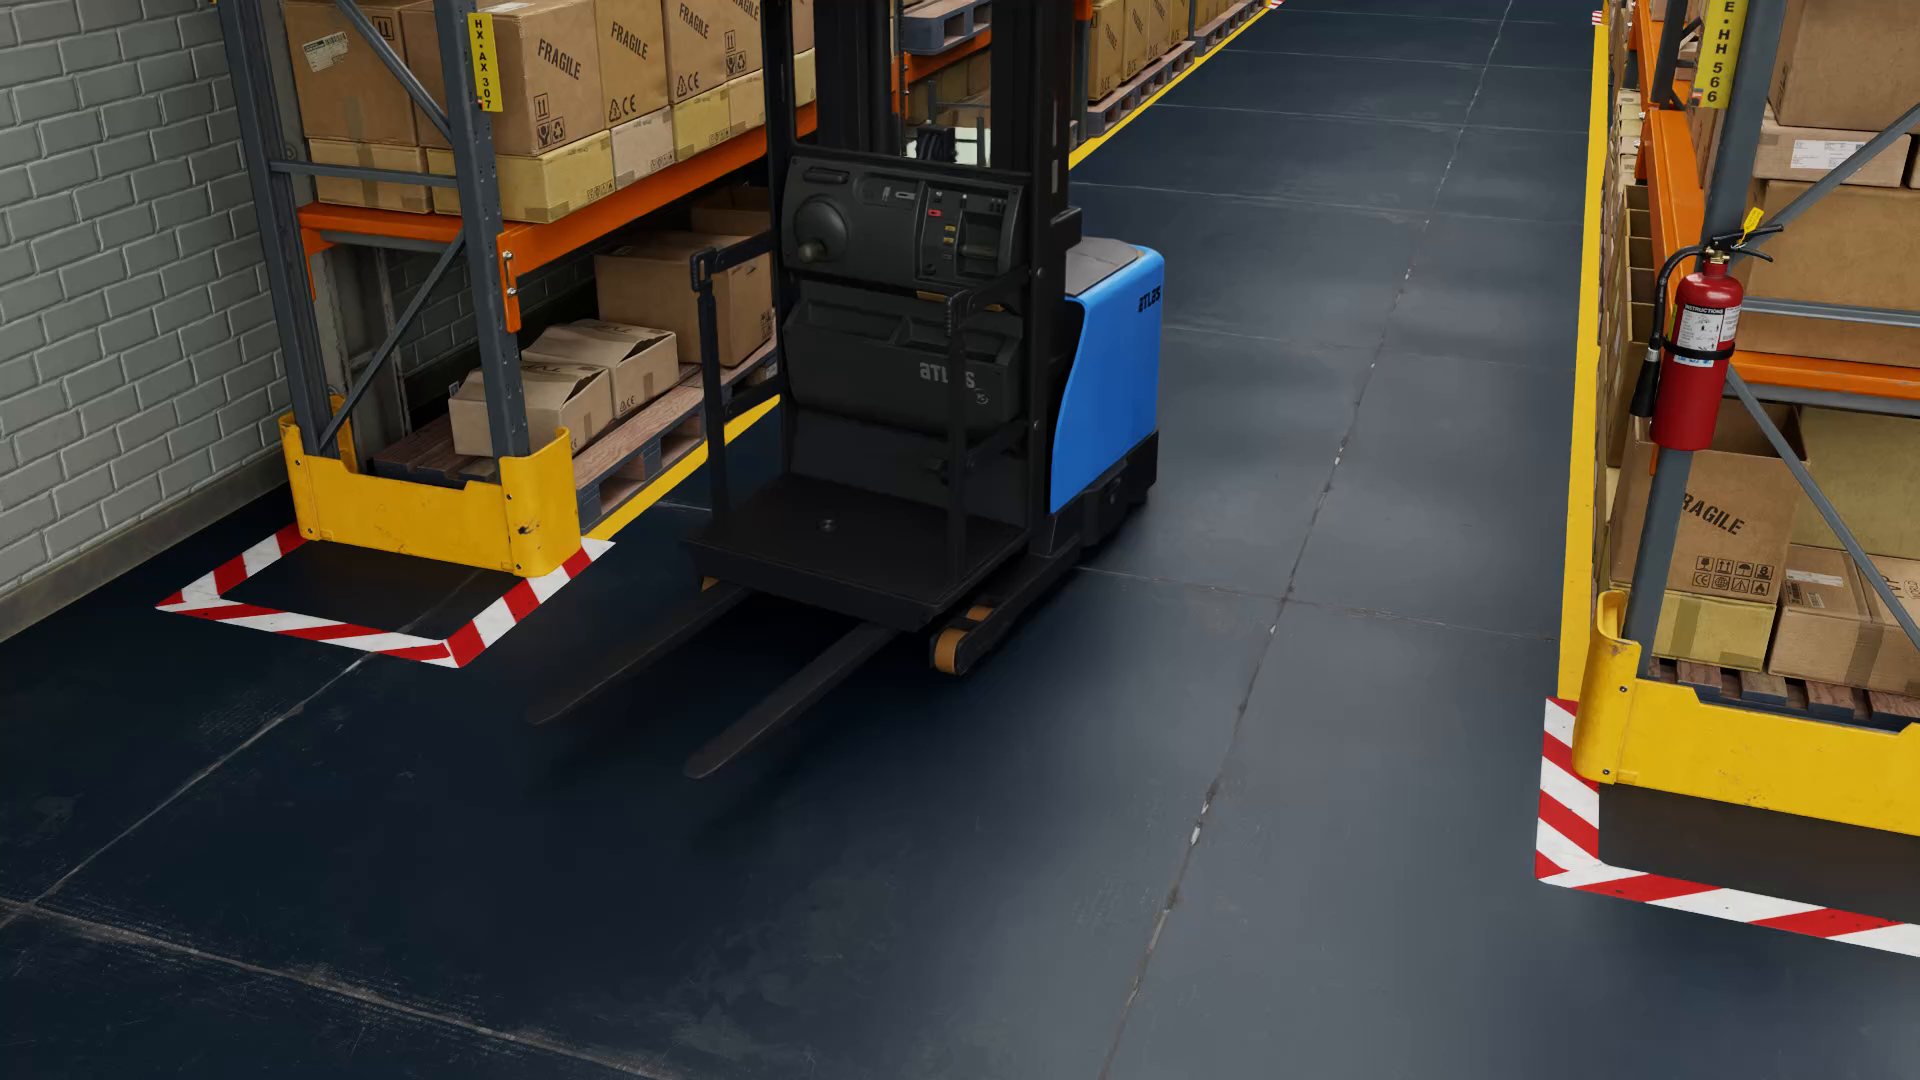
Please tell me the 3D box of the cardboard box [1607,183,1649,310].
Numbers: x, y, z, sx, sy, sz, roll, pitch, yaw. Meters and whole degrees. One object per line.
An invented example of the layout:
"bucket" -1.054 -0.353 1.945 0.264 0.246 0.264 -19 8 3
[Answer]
"cardboard box" 3.416 -1.391 7.993 0.500 0.500 0.500 9 27 17

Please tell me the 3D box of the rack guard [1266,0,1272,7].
"rack guard" 3.195 -6.780 20.179 1.175 0.500 0.348 9 27 17

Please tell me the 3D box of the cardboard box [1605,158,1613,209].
"cardboard box" 4.412 -2.248 10.625 0.500 0.250 0.500 8 27 16

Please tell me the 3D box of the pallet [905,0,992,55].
"pallet" -0.415 -3.170 10.076 1.003 0.211 1.213 9 27 17

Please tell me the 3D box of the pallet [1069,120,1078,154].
"pallet" 0.263 -3.032 12.769 1.003 0.211 1.213 9 27 17

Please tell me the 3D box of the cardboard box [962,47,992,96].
"cardboard box" -0.081 -3.277 11.580 0.500 0.250 0.500 9 27 17

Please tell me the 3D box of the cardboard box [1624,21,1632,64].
"cardboard box" 5.302 -3.743 12.542 0.500 0.250 0.500 10 28 19

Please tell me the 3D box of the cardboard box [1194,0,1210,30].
"cardboard box" 2.201 -5.608 17.277 0.700 0.500 0.500 9 27 18

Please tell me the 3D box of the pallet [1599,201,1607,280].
"pallet" 4.479 -1.803 10.232 1.003 0.211 1.213 9 27 17

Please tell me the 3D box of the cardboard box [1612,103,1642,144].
"cardboard box" 4.579 -2.705 10.924 0.500 0.311 0.500 8 27 16

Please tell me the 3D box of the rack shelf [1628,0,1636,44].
"rack shelf" 5.863 -4.389 13.198 1.077 0.370 4.000 9 27 17

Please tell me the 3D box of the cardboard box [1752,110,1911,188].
"cardboard box" 2.482 -1.125 4.772 0.380 0.149 0.250 8 27 17

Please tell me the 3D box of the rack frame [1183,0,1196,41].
"rack frame" 1.856 -6.251 16.219 1.000 3.000 0.127 9 27 17

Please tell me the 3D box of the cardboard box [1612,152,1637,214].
"cardboard box" 4.066 -2.078 9.630 0.500 0.311 0.500 9 27 17

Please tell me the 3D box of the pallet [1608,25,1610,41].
"pallet" 7.570 -5.564 18.000 1.003 0.211 1.213 9 27 17

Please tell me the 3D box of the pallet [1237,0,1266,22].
"pallet" 2.994 -6.300 19.520 1.003 0.211 1.213 9 27 17

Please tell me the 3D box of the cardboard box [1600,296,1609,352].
"cardboard box" 3.426 -1.052 8.154 0.500 0.250 0.500 9 27 17

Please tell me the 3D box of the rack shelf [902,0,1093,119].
"rack shelf" -0.141 -3.462 11.284 1.077 0.370 4.000 9 27 17

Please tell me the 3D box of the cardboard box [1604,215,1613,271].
"cardboard box" 3.901 -1.618 9.324 0.500 0.250 0.500 8 27 17

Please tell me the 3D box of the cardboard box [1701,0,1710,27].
"cardboard box" 3.426 -2.292 7.183 0.380 0.149 0.250 8 27 16

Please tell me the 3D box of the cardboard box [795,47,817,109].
"cardboard box" -1.005 -2.254 8.113 0.500 0.250 0.500 9 27 17

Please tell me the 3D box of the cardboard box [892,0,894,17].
"cardboard box" -0.672 -3.004 8.800 0.500 0.500 0.500 9 27 17

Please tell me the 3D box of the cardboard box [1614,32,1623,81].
"cardboard box" 5.797 -4.019 13.972 0.500 0.500 0.500 9 27 18

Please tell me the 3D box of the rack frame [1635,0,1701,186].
"rack frame" 3.866 -2.247 7.949 1.000 3.000 0.127 9 27 17

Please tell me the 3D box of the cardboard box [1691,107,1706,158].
"cardboard box" 3.555 -1.891 7.099 0.700 0.500 0.500 8 27 17

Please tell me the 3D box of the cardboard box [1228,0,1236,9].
"cardboard box" 2.715 -6.245 18.592 0.700 0.500 0.500 8 27 16

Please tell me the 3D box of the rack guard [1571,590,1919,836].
"rack guard" 2.527 0.532 5.078 1.175 0.500 0.348 9 27 17

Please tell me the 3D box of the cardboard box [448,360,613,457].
"cardboard box" -1.823 -0.579 7.085 0.500 0.311 0.500 6 26 12

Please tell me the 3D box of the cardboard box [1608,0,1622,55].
"cardboard box" 6.450 -4.883 15.756 0.500 0.500 0.500 9 27 17

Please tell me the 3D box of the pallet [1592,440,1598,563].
"pallet" 3.158 -0.168 6.855 1.003 0.211 1.213 9 27 17

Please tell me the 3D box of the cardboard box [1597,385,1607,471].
"cardboard box" 2.923 -0.436 6.882 0.500 0.250 0.500 9 27 17

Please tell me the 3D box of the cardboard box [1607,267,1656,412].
"cardboard box" 2.919 -0.774 6.719 0.500 0.500 0.500 9 27 17

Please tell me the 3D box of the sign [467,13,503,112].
"sign" -1.626 -1.631 5.683 0.100 0.325 0.005 9 27 17

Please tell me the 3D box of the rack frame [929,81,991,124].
"rack frame" 0.053 -1.432 7.986 0.400 1.500 0.023 5 26 10

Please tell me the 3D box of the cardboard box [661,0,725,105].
"cardboard box" -1.344 -2.165 7.067 0.500 0.500 0.500 8 27 16

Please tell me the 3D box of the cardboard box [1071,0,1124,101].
"cardboard box" 0.893 -4.112 13.786 0.750 0.750 0.750 8 27 17

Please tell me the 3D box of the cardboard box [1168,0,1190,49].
"cardboard box" 1.762 -5.187 16.006 0.750 0.750 0.750 9 27 18

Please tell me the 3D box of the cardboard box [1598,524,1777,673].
"cardboard box" 2.435 0.182 5.605 0.500 0.250 0.500 9 27 17

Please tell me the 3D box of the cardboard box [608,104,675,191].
"cardboard box" -1.517 -1.631 6.827 0.500 0.250 0.500 8 27 16

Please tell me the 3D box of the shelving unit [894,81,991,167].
"shelving unit" -0.016 -1.275 7.663 0.431 1.500 0.755 5 26 10

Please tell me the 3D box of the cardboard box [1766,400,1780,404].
"cardboard box" 3.242 -0.493 6.140 0.500 0.500 0.500 9 27 17

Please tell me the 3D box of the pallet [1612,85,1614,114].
"pallet" 6.293 -3.940 14.645 1.003 0.211 1.213 9 27 17

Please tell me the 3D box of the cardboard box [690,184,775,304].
"cardboard box" -1.114 -1.604 8.985 0.500 0.500 0.500 7 27 14

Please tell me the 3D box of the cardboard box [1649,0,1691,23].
"cardboard box" 4.717 -3.511 10.662 0.500 0.311 0.500 8 27 17

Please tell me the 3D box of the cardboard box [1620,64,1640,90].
"cardboard box" 5.287 -3.382 12.657 0.500 0.500 0.500 10 28 19

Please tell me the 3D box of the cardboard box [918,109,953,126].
"cardboard box" -0.453 -2.561 10.961 0.700 0.500 0.500 8 27 16

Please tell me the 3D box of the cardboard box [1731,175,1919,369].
"cardboard box" 2.702 -0.838 4.924 0.700 0.500 0.500 9 27 17

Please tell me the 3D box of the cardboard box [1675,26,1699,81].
"cardboard box" 3.985 -2.574 8.779 0.396 0.266 0.258 8 27 16

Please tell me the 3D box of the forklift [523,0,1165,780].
"forklift" -0.315 -1.073 5.603 1.130 2.935 3.031 14 29 26

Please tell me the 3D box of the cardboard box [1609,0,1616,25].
"cardboard box" 7.078 -5.546 17.412 0.500 0.250 0.500 9 27 17

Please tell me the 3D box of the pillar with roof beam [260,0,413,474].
"pillar with roof beam" 1.339 -3.809 4.291 9.100 9.000 0.400 9 27 17
